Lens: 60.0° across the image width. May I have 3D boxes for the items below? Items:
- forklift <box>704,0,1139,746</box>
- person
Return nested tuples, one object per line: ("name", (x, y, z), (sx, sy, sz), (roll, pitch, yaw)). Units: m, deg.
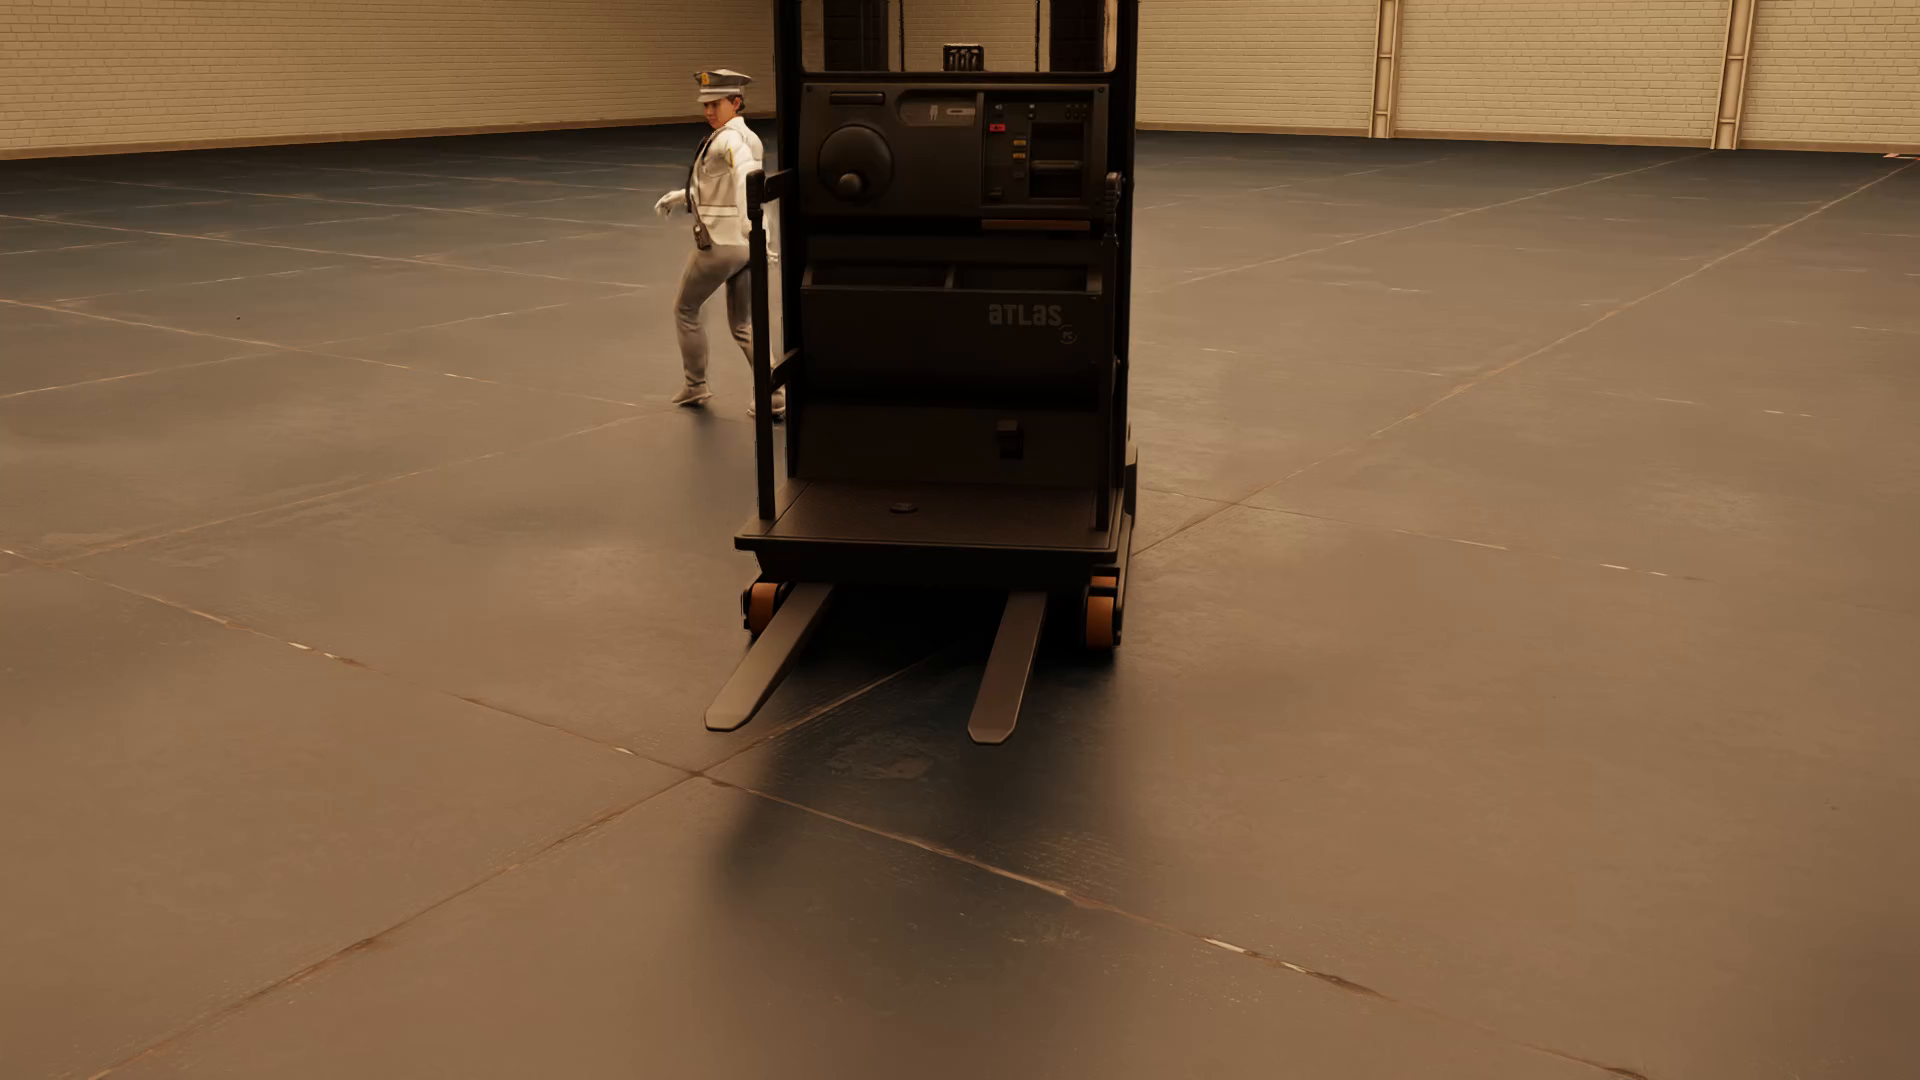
("forklift", (-0.046, -1.184, 4.791), (1.130, 2.935, 3.031), (2, 17, 7))
("person", (-1.098, -1.361, 7.777), (0.887, 1.617, 0.513), (11, 20, 32))
